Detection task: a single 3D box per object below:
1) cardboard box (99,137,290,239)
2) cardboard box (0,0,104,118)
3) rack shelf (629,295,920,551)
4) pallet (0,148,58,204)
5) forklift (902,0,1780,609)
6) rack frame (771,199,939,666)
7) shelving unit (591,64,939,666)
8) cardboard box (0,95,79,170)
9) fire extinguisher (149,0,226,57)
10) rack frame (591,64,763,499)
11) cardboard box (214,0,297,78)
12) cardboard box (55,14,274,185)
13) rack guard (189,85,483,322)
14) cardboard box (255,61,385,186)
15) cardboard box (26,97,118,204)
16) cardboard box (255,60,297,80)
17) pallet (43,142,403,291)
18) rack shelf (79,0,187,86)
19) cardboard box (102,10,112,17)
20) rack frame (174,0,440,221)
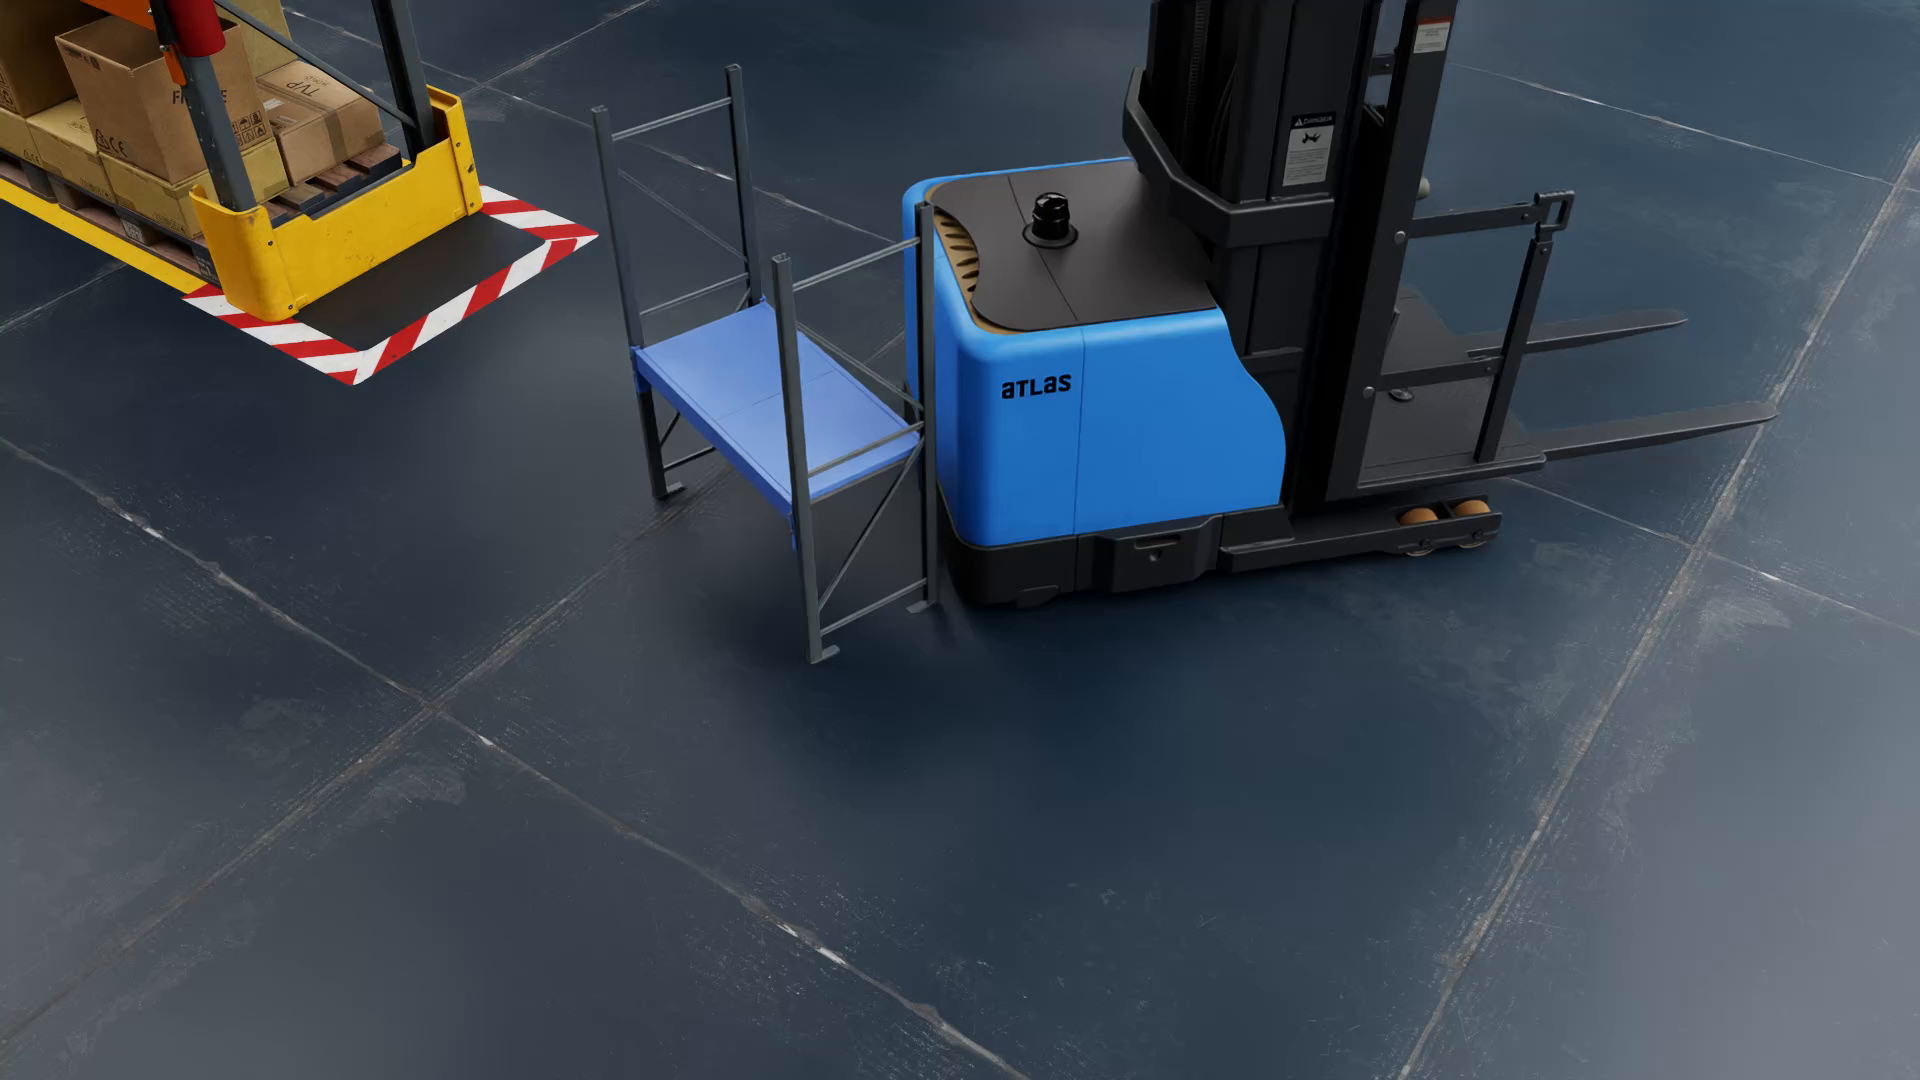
[{"bbox_3d":[-3.206,-1.551,6.981,0.500,0.250,0.500,25,48,25],"label":"cardboard box"},{"bbox_3d":[-4.035,-2.204,7.149,0.500,0.500,0.500,25,48,25],"label":"cardboard box"},{"bbox_3d":[-0.584,-0.403,5.345,0.538,0.185,1.000,-26,48,-26],"label":"rack shelf"},{"bbox_3d":[-4.242,-2.074,7.909,1.213,0.211,1.003,25,48,25],"label":"pallet"},{"bbox_3d":[1.369,-1.374,5.088,3.031,2.935,1.130,-8,42,-9],"label":"forklift"},{"bbox_3d":[-0.282,-0.264,4.921,0.500,1.500,0.032,-26,48,-26],"label":"rack frame"},{"bbox_3d":[-0.584,-0.537,5.225,0.538,1.500,1.048,-26,48,-26],"label":"shelving unit"},{"bbox_3d":[-4.033,-1.927,7.401,0.500,0.250,0.500,25,48,25],"label":"cardboard box"},{"bbox_3d":[-2.768,-2.048,5.847,0.183,0.674,0.296,25,48,25],"label":"fire extinguisher"},{"bbox_3d":[-0.886,-0.810,5.530,0.500,1.500,0.032,-26,48,-26],"label":"rack frame"},{"bbox_3d":[-3.319,-2.304,7.260,0.500,0.500,0.500,25,48,25],"label":"cardboard box"},{"bbox_3d":[-3.208,-1.830,6.730,0.500,0.500,0.500,25,48,25],"label":"cardboard box"},{"bbox_3d":[-2.578,-1.435,6.979,0.348,0.500,1.175,25,48,25],"label":"rack guard"},{"bbox_3d":[-2.909,-1.834,7.297,0.500,0.250,0.500,25,48,25],"label":"cardboard box"},{"bbox_3d":[-3.623,-1.736,7.188,0.500,0.250,0.500,25,48,25],"label":"cardboard box"},{"bbox_3d":[-3.320,-2.023,7.509,0.500,0.250,0.500,25,48,25],"label":"cardboard box"},{"bbox_3d":[-3.248,-1.606,7.387,1.213,0.211,1.003,25,48,25],"label":"pallet"},{"bbox_3d":[-4.235,-2.873,7.251,4.000,0.370,1.077,25,48,25],"label":"rack shelf"},{"bbox_3d":[-3.736,-2.488,7.466,0.500,0.500,0.500,25,48,25],"label":"cardboard box"},{"bbox_3d":[-2.598,-2.375,6.155,0.127,3.000,1.000,25,48,25],"label":"rack frame"}]
